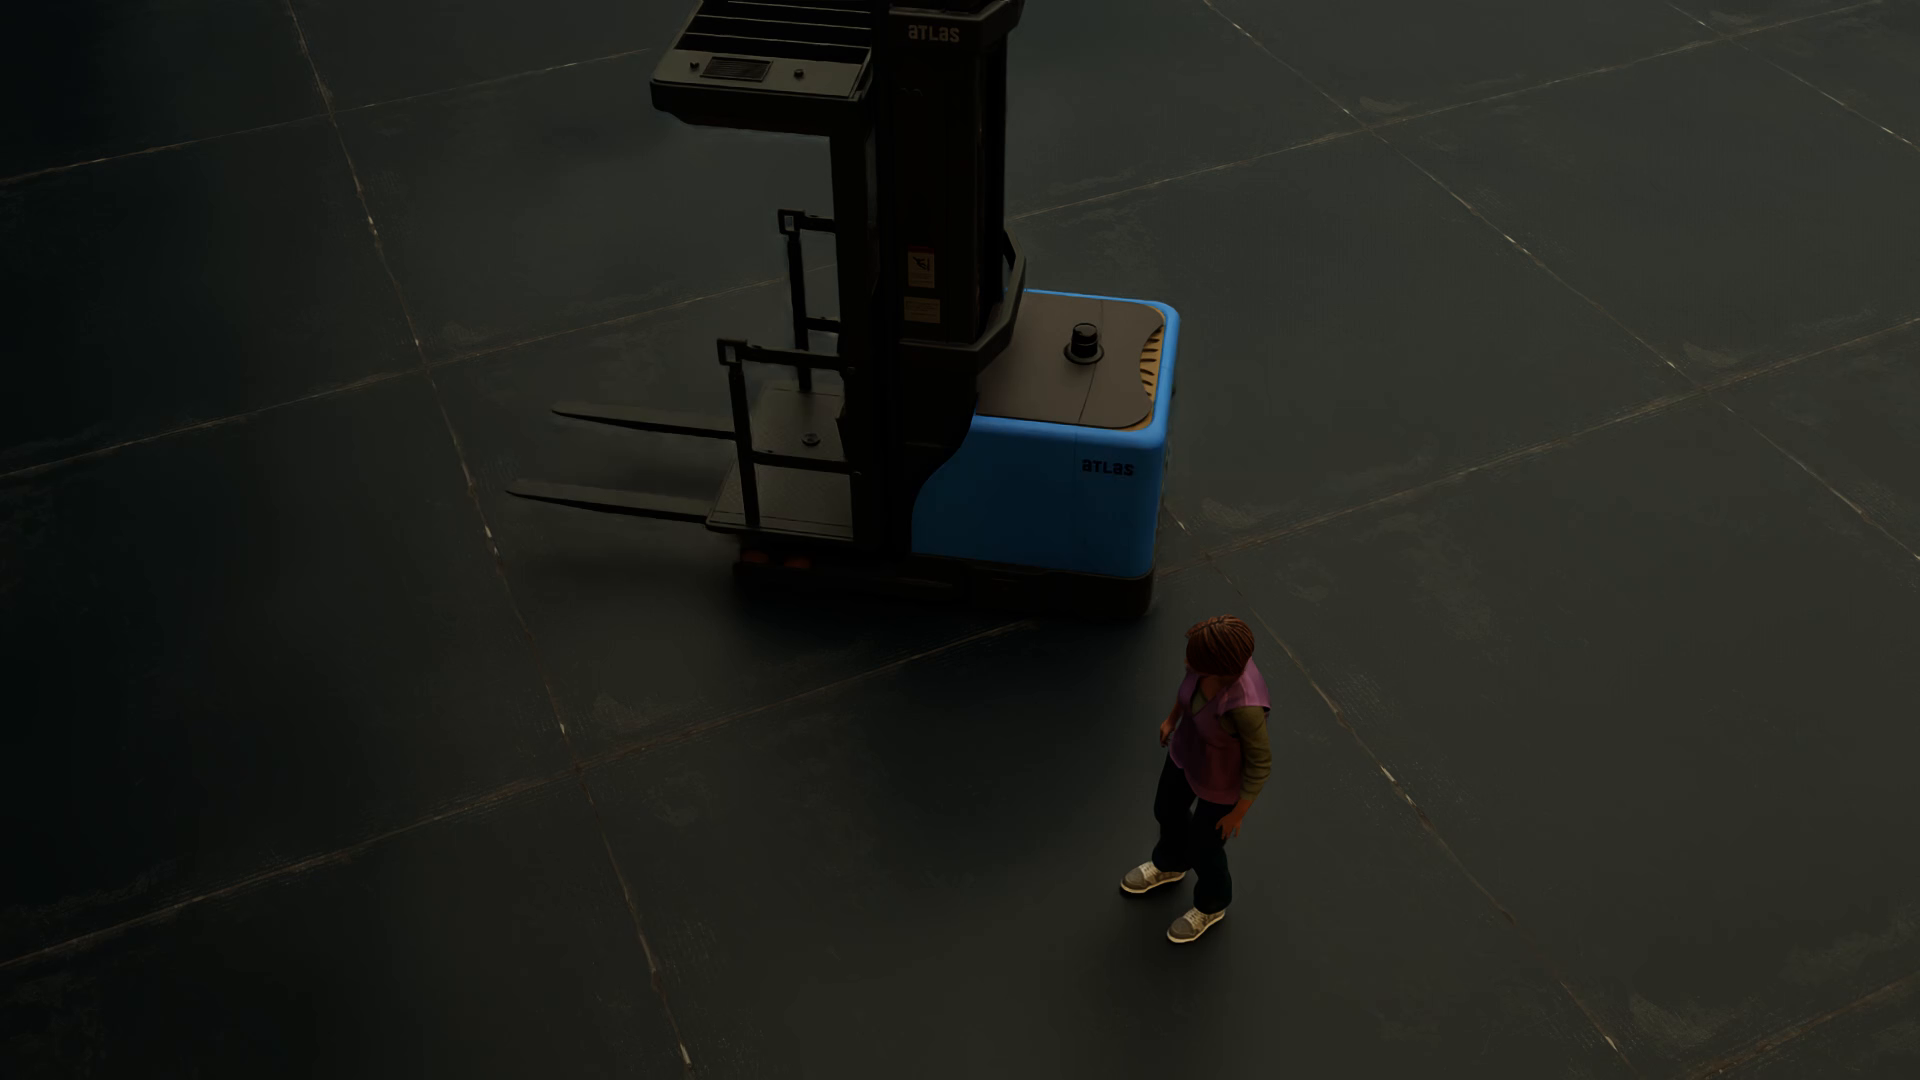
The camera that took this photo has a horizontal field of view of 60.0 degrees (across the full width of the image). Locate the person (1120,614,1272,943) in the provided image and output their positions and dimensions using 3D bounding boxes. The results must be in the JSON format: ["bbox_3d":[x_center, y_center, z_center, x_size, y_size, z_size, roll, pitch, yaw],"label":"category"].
[{"bbox_3d":[0.849,0.810,5.796,0.367,1.592,0.514,-17,46,-18],"label":"person"}]

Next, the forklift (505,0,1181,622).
[{"bbox_3d":[-0.573,-1.188,6.953,3.031,2.935,1.130,7,43,7],"label":"forklift"}]
